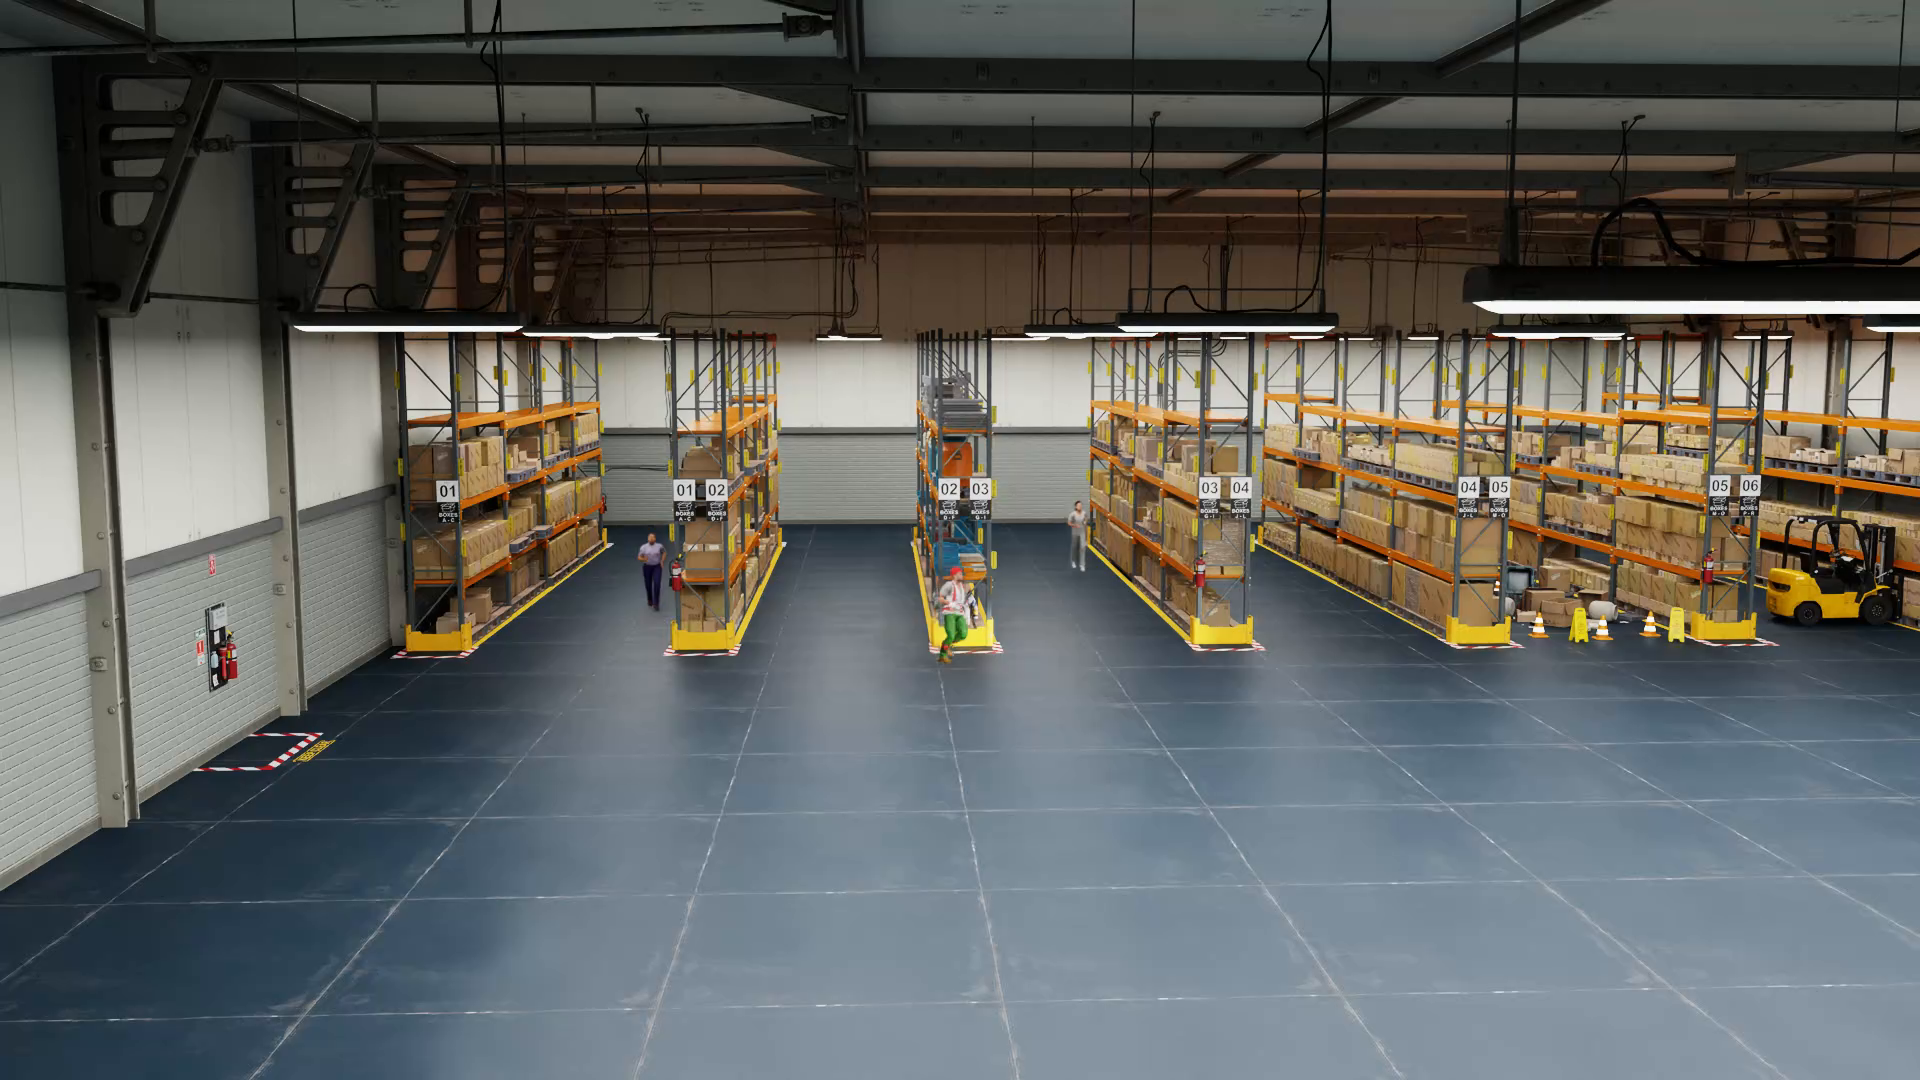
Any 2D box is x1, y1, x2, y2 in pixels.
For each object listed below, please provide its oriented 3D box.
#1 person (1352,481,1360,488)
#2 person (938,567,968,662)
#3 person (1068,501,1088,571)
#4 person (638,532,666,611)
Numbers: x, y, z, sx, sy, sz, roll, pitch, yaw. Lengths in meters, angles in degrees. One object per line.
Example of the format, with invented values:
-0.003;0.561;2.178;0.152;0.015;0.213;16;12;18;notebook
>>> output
11.686;-0.907;49.216;0.683;1.686;0.579;0;7;4;person
-0.081;1.335;30.085;0.661;1.707;0.561;-7;9;-44;person
2.868;-0.124;40.417;0.535;1.688;0.930;-1;7;-9;person
-6.639;0.658;35.870;0.606;1.648;0.873;-1;7;-9;person
